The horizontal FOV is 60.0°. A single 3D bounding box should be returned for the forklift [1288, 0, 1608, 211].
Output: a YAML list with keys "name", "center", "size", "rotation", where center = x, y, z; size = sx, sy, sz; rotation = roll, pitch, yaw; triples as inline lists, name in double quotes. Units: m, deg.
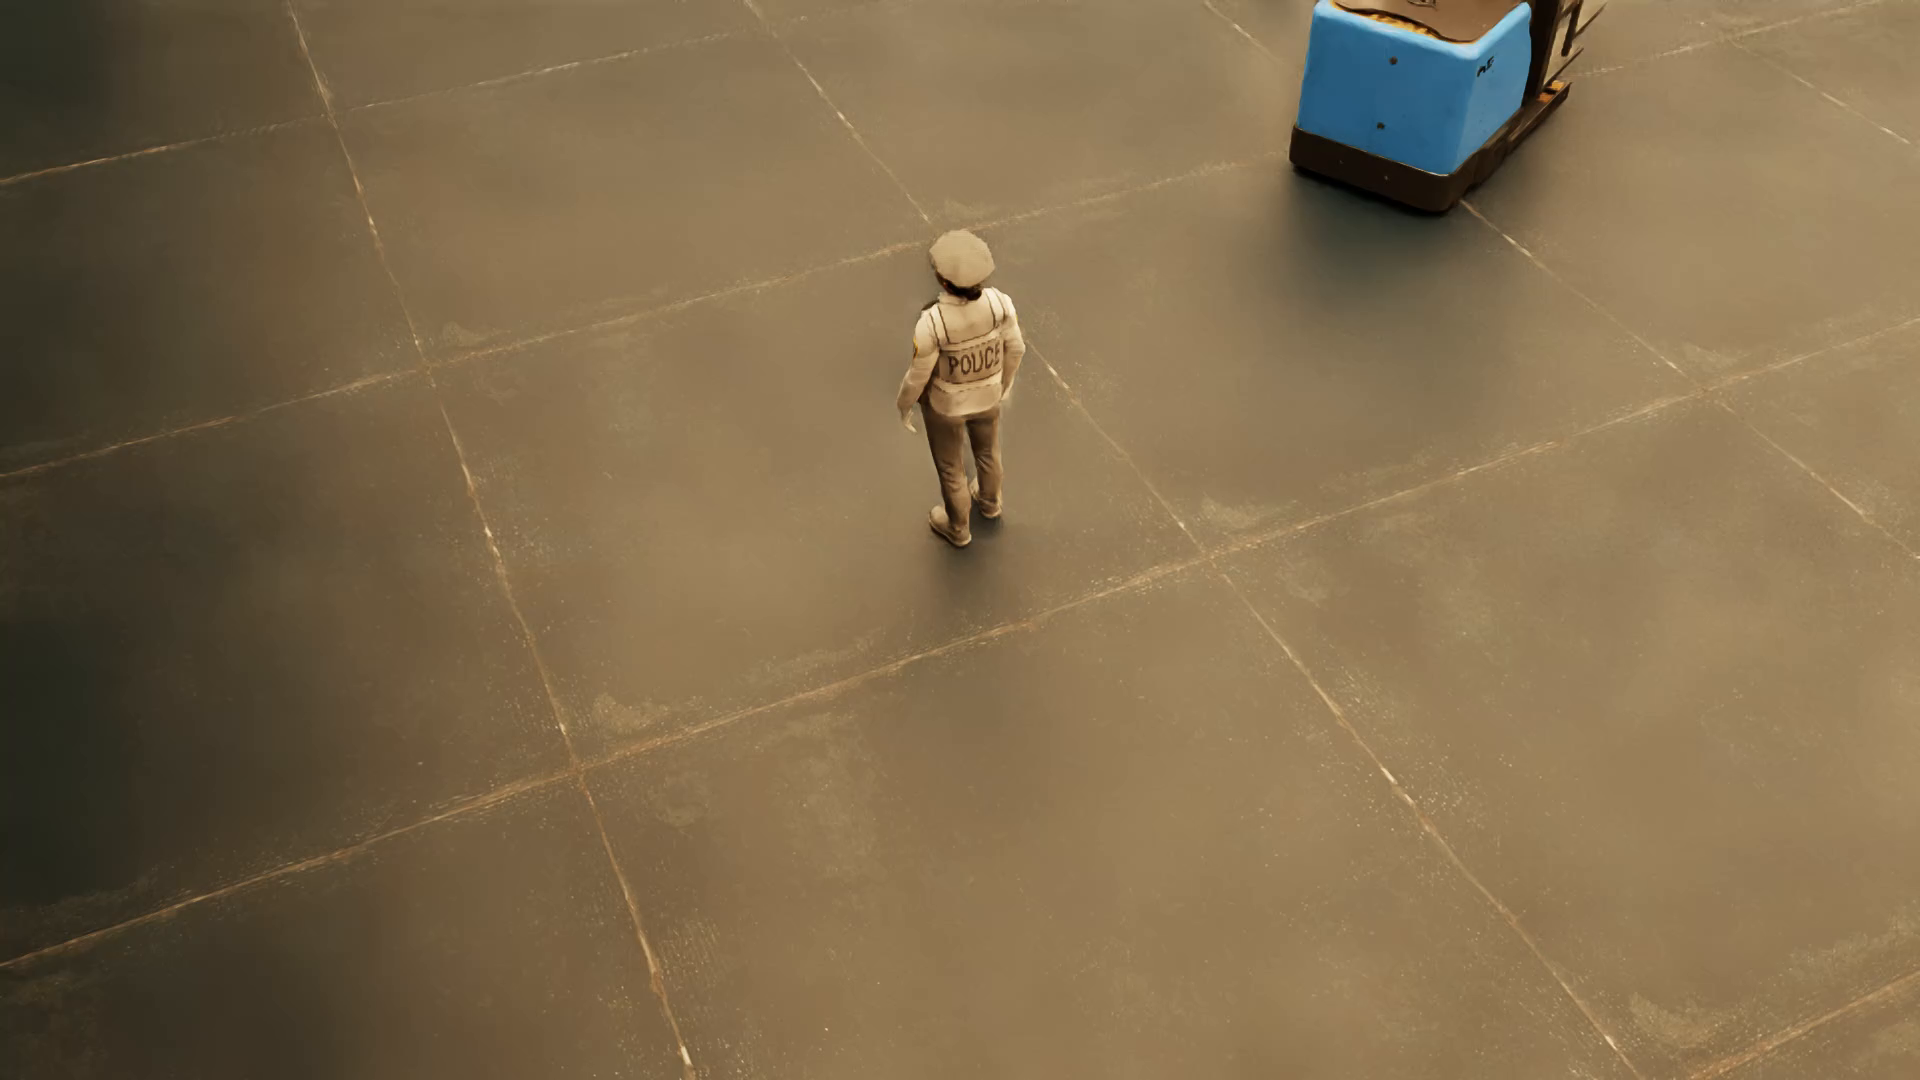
- name: "forklift"
  center: [3.310, -3.966, 9.929]
  size: [1.130, 2.935, 3.031]
  rotation: [27, 49, 26]

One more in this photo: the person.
- name: "person"
  center: [-0.022, -0.669, 7.292]
  size: [0.586, 1.695, 0.533]
  rotation: [-18, 46, -18]
